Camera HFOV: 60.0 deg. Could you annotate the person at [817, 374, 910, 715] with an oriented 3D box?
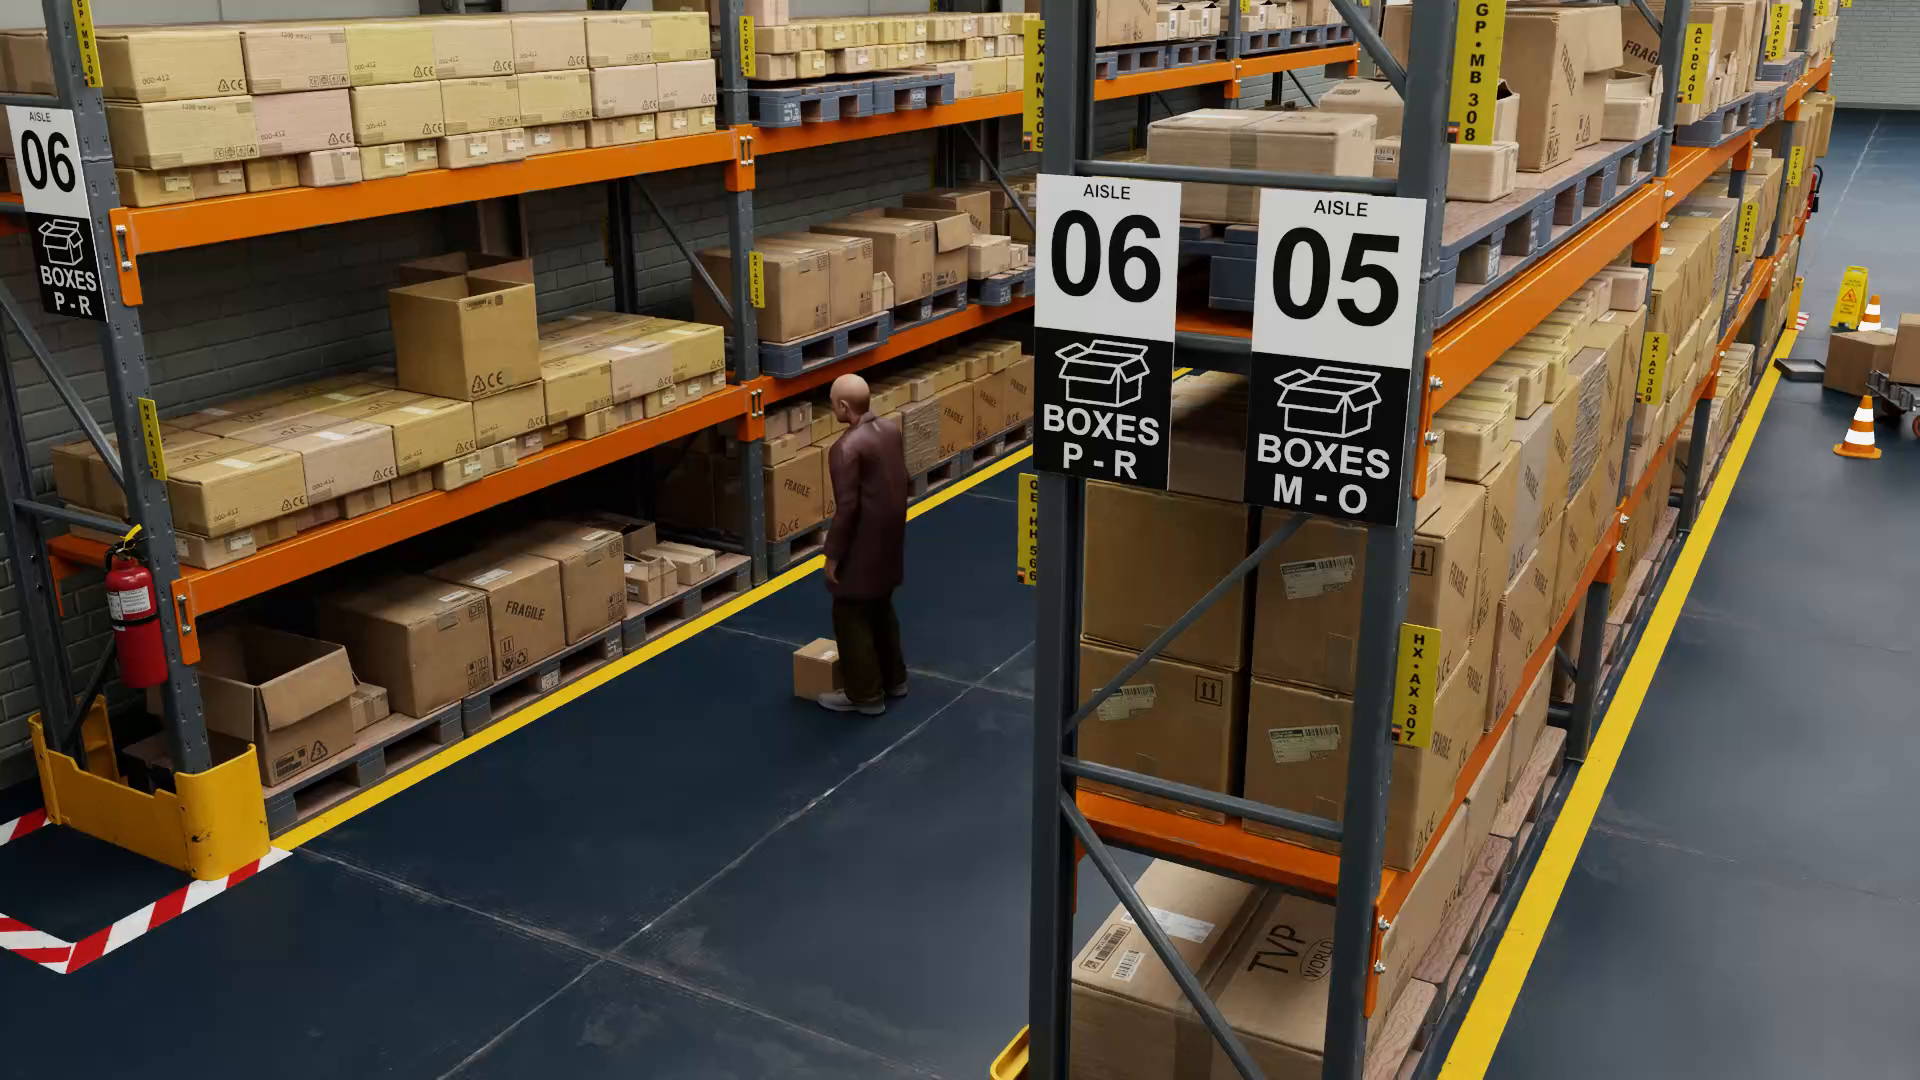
[{"bbox_3d":[-0.493,0.018,8.540,0.428,1.773,0.643,10,22,28],"label":"person"}]
